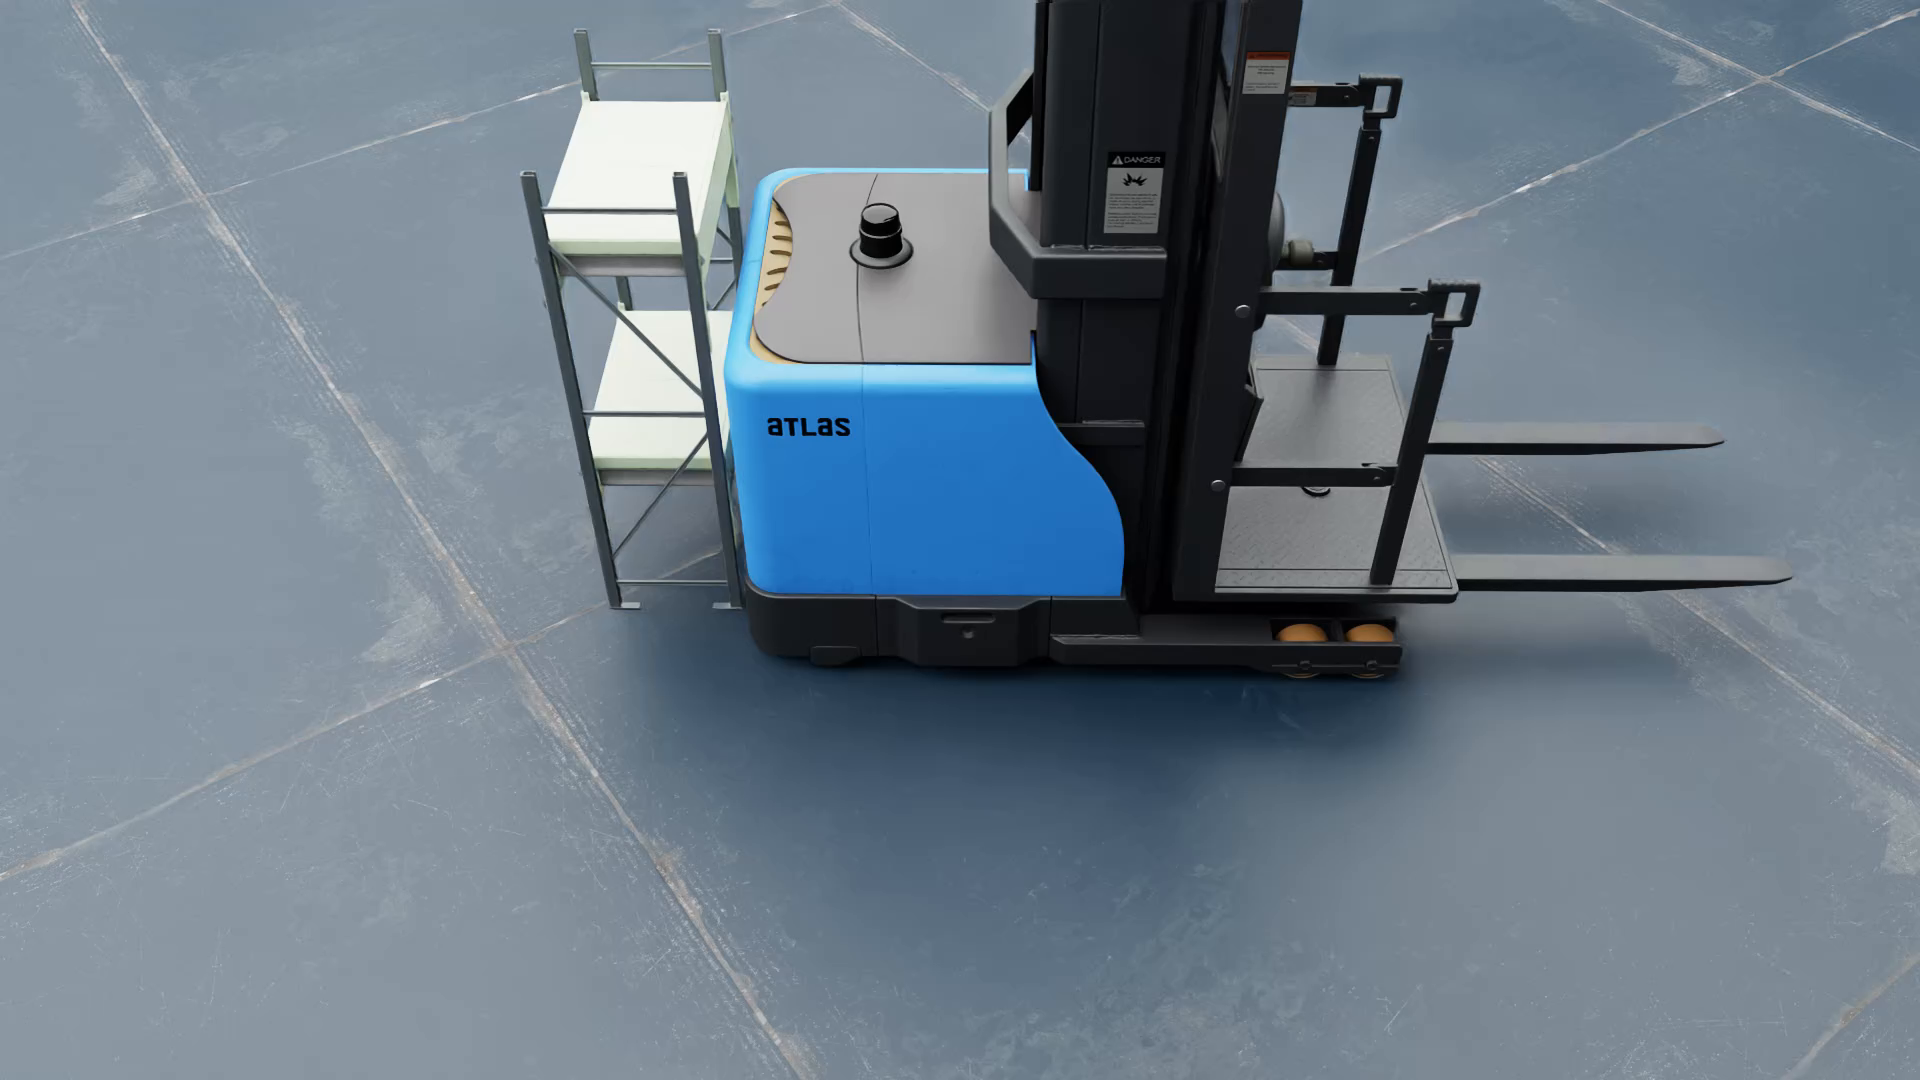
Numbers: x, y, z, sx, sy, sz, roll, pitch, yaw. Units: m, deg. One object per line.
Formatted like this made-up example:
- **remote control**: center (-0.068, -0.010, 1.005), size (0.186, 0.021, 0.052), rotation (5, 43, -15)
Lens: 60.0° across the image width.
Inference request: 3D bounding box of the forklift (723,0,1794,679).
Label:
- **forklift**: center (0.905, -1.029, 4.205), size (3.031, 2.935, 1.130), rotation (0, 44, 0)

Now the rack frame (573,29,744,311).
- **rack frame**: center (-0.852, -0.845, 5.049), size (0.400, 1.500, 0.023), rotation (0, 44, 0)

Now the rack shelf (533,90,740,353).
- **rack shelf**: center (-0.855, -0.874, 4.514), size (0.431, 0.370, 0.720), rotation (0, 44, 0)

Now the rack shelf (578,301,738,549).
- **rack shelf**: center (-0.855, -0.356, 5.009), size (0.431, 0.370, 0.720), rotation (0, 44, 0)

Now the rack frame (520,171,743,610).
- **rack frame**: center (-0.858, -0.339, 4.519), size (0.400, 1.500, 0.023), rotation (0, 44, 0)

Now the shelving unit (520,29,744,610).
- **shelving unit**: center (-0.855, -0.592, 4.784), size (0.431, 1.500, 0.755), rotation (0, 44, 0)
